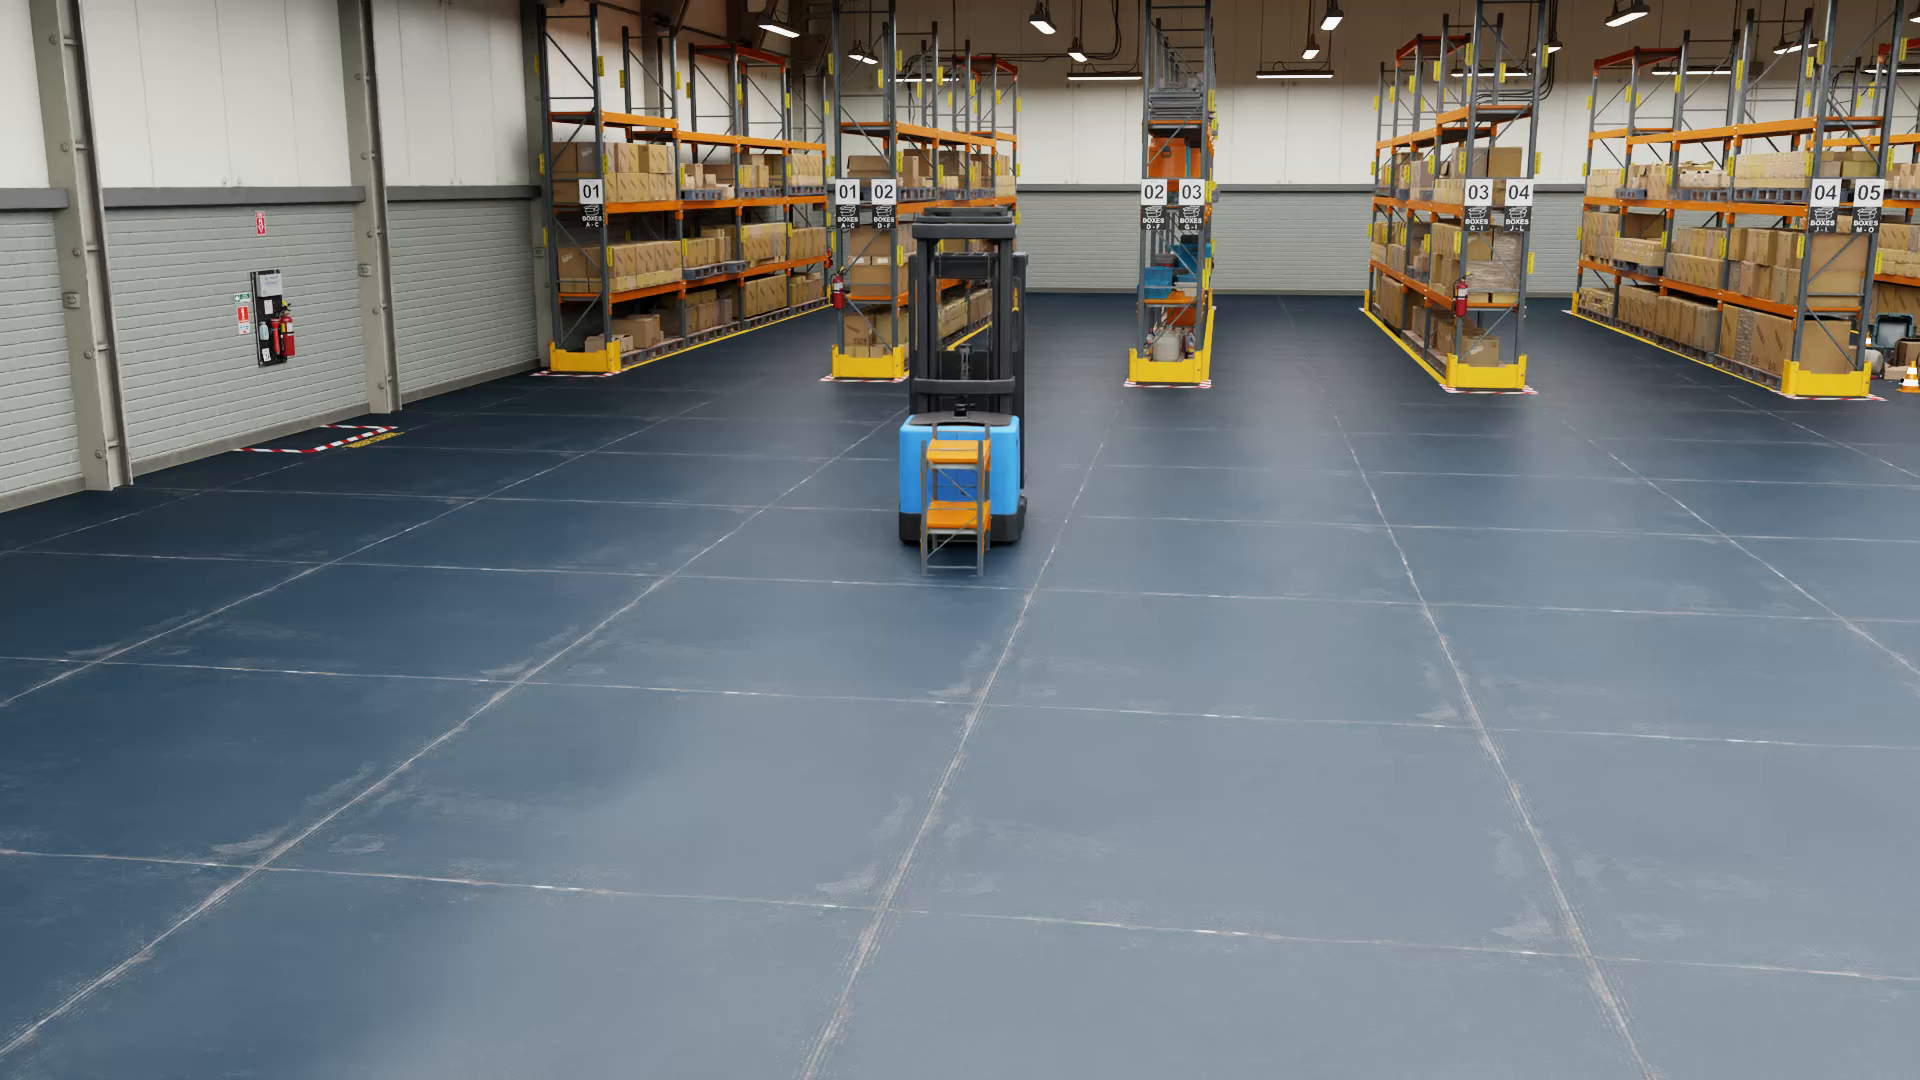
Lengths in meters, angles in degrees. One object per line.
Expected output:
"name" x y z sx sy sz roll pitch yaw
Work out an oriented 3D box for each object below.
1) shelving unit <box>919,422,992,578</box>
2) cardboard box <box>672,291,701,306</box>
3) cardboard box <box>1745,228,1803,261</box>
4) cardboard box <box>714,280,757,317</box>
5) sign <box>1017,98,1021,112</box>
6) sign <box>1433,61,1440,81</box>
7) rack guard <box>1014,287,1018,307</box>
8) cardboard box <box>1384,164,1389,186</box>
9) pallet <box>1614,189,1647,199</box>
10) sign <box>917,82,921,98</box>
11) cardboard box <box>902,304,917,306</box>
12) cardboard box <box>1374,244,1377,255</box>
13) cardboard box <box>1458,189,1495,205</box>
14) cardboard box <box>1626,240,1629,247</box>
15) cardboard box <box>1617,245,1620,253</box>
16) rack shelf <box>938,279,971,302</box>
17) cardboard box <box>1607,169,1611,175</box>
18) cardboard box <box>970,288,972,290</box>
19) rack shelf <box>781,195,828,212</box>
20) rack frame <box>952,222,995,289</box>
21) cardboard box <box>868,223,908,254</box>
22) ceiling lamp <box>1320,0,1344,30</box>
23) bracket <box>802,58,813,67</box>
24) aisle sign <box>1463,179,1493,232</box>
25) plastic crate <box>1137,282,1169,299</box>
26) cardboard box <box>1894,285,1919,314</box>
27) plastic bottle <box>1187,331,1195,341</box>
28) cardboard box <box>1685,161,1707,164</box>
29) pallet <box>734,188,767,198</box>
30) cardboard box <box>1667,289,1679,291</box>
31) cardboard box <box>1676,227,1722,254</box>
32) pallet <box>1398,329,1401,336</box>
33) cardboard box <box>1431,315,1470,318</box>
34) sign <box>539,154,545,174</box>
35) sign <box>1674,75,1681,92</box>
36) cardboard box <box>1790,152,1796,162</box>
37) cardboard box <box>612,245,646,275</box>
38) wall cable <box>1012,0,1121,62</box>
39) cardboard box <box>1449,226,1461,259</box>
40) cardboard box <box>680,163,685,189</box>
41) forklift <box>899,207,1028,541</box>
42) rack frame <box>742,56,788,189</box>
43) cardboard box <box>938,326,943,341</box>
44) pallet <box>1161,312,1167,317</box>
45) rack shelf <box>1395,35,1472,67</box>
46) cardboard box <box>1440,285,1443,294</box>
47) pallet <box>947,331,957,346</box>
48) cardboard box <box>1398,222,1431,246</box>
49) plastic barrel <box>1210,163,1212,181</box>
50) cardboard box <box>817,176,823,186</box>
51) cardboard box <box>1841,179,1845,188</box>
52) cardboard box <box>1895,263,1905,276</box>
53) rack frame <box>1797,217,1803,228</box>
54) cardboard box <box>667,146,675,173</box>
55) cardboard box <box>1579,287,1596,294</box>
"shelving unit" -0.027 -0.356 13.976 0.538 1.125 1.048 1 12 4
"cardboard box" -5.568 -4.900 33.718 0.500 0.250 0.500 2 12 7
"cardboard box" 13.702 -4.930 27.831 0.875 0.550 0.550 2 12 9
"cardboard box" -4.948 -5.322 36.674 0.750 0.750 0.750 2 12 8
"sign" 1.480 -10.969 41.937 0.100 0.325 0.005 2 12 9
"sign" 8.328 -8.188 29.034 0.100 0.325 0.005 2 12 9
"rack guard" 0.923 -6.287 42.978 1.175 0.500 0.348 2 12 9
"cardboard box" 10.459 -8.640 39.371 0.700 0.500 0.500 1 12 5
"pallet" 14.793 -7.438 35.711 1.213 0.211 1.003 2 12 9
"sign" -0.833 -9.303 34.394 0.100 0.325 0.005 2 12 9
"cardboard box" -0.854 -4.047 30.401 0.500 0.500 0.500 2 12 9
"cardboard box" 10.228 -6.971 39.868 0.500 0.250 0.500 1 12 7
"cardboard box" 8.085 -5.374 26.044 0.500 0.250 0.500 2 12 10
"cardboard box" 14.320 -6.278 35.190 0.380 0.149 0.250 2 12 8
"cardboard box" 14.440 -6.295 35.977 0.380 0.149 0.250 2 12 8
"rack shelf" -0.603 -5.091 33.204 1.077 0.370 4.000 2 12 9
"cardboard box" 14.945 -8.365 37.789 0.380 0.149 0.250 2 12 8
"cardboard box" 0.005 -5.592 38.710 0.500 0.500 0.500 1 12 6
"rack shelf" -4.268 -8.382 41.357 1.077 0.370 4.000 2 12 9
"rack frame" 0.320 -6.692 38.924 1.000 3.000 0.127 2 12 9
"cardboard box" -1.281 -5.199 28.682 0.700 0.500 0.500 2 12 9
"ceiling lamp" 6.728 -10.533 28.651 0.800 3.185 2.000 2 12 9
"bracket" -4.113 -12.869 44.801 0.235 0.232 0.430 2 12 9
"aisle sign" 7.956 -5.140 25.551 0.394 0.787 0.004 2 12 9
"plastic crate" 3.149 -4.074 27.129 0.499 0.251 0.616 2 12 9
"cardboard box" 19.614 -4.709 33.773 0.875 0.875 0.875 2 12 9
"plastic bottle" 4.090 -3.535 29.518 0.144 0.351 0.185 2 12 8
"cardboard box" 14.792 -7.482 33.416 0.396 0.266 0.258 2 12 9
"pallet" -4.975 -7.761 37.216 1.003 0.211 1.213 2 12 11
"cardboard box" 14.890 -5.049 34.460 0.500 0.250 0.500 2 12 9
"cardboard box" 14.299 -5.800 32.176 0.700 0.500 0.500 2 12 8
"pallet" 9.688 -4.336 34.611 1.003 0.211 1.213 2 12 9
"cardboard box" 9.085 -3.924 30.968 0.700 0.500 0.500 2 12 8
"sign" -6.966 -6.275 27.767 0.100 0.325 0.005 2 12 9
"sign" 13.840 -8.799 32.057 0.100 0.325 0.005 2 12 9
"cardboard box" 12.943 -5.864 25.433 0.380 0.149 0.250 2 12 10
"cardboard box" -5.879 -4.956 29.399 0.500 0.500 0.500 1 12 7
"wall cable" 2.994 -14.769 46.750 3.097 2.526 0.112 2 12 9
"cardboard box" 8.174 -4.782 26.745 0.500 0.500 0.500 2 12 9
"cardboard box" -5.643 -7.018 32.083 0.500 0.500 0.500 4 13 17
"forklift" 0.083 -1.674 15.803 1.130 2.935 3.031 1 12 4
"rack frame" -4.575 -9.784 39.033 1.000 3.000 0.127 2 12 9
"cardboard box" -0.604 -3.963 31.794 0.500 0.250 0.500 2 12 7
"pallet" 5.054 -5.008 37.730 1.003 0.211 1.213 2 12 9
"rack shelf" 9.800 -10.159 34.593 1.077 0.370 4.000 2 12 9
"cardboard box" 8.330 -4.234 28.117 0.380 0.149 0.250 2 12 9
"pallet" -0.650 -4.073 33.390 1.003 0.211 1.213 2 12 9
"cardboard box" 9.901 -6.633 36.035 0.797 0.503 0.637 2 12 9
"plastic barrel" 5.274 -8.097 36.883 0.600 0.588 0.600 0 12 0
"cardboard box" -3.811 -9.170 42.427 0.500 0.250 0.500 2 12 10
"cardboard box" 13.556 -5.402 25.181 0.380 0.149 0.250 2 12 9
"cardboard box" 19.262 -5.468 33.600 0.500 0.250 0.500 2 12 8
"rack frame" 20.515 -6.882 39.805 1.000 3.000 0.127 2 12 9
"cardboard box" -5.615 -7.087 30.979 0.500 0.500 0.500 1 12 4
"cardboard box" 15.192 -6.025 40.190 0.380 0.149 0.250 1 12 6
